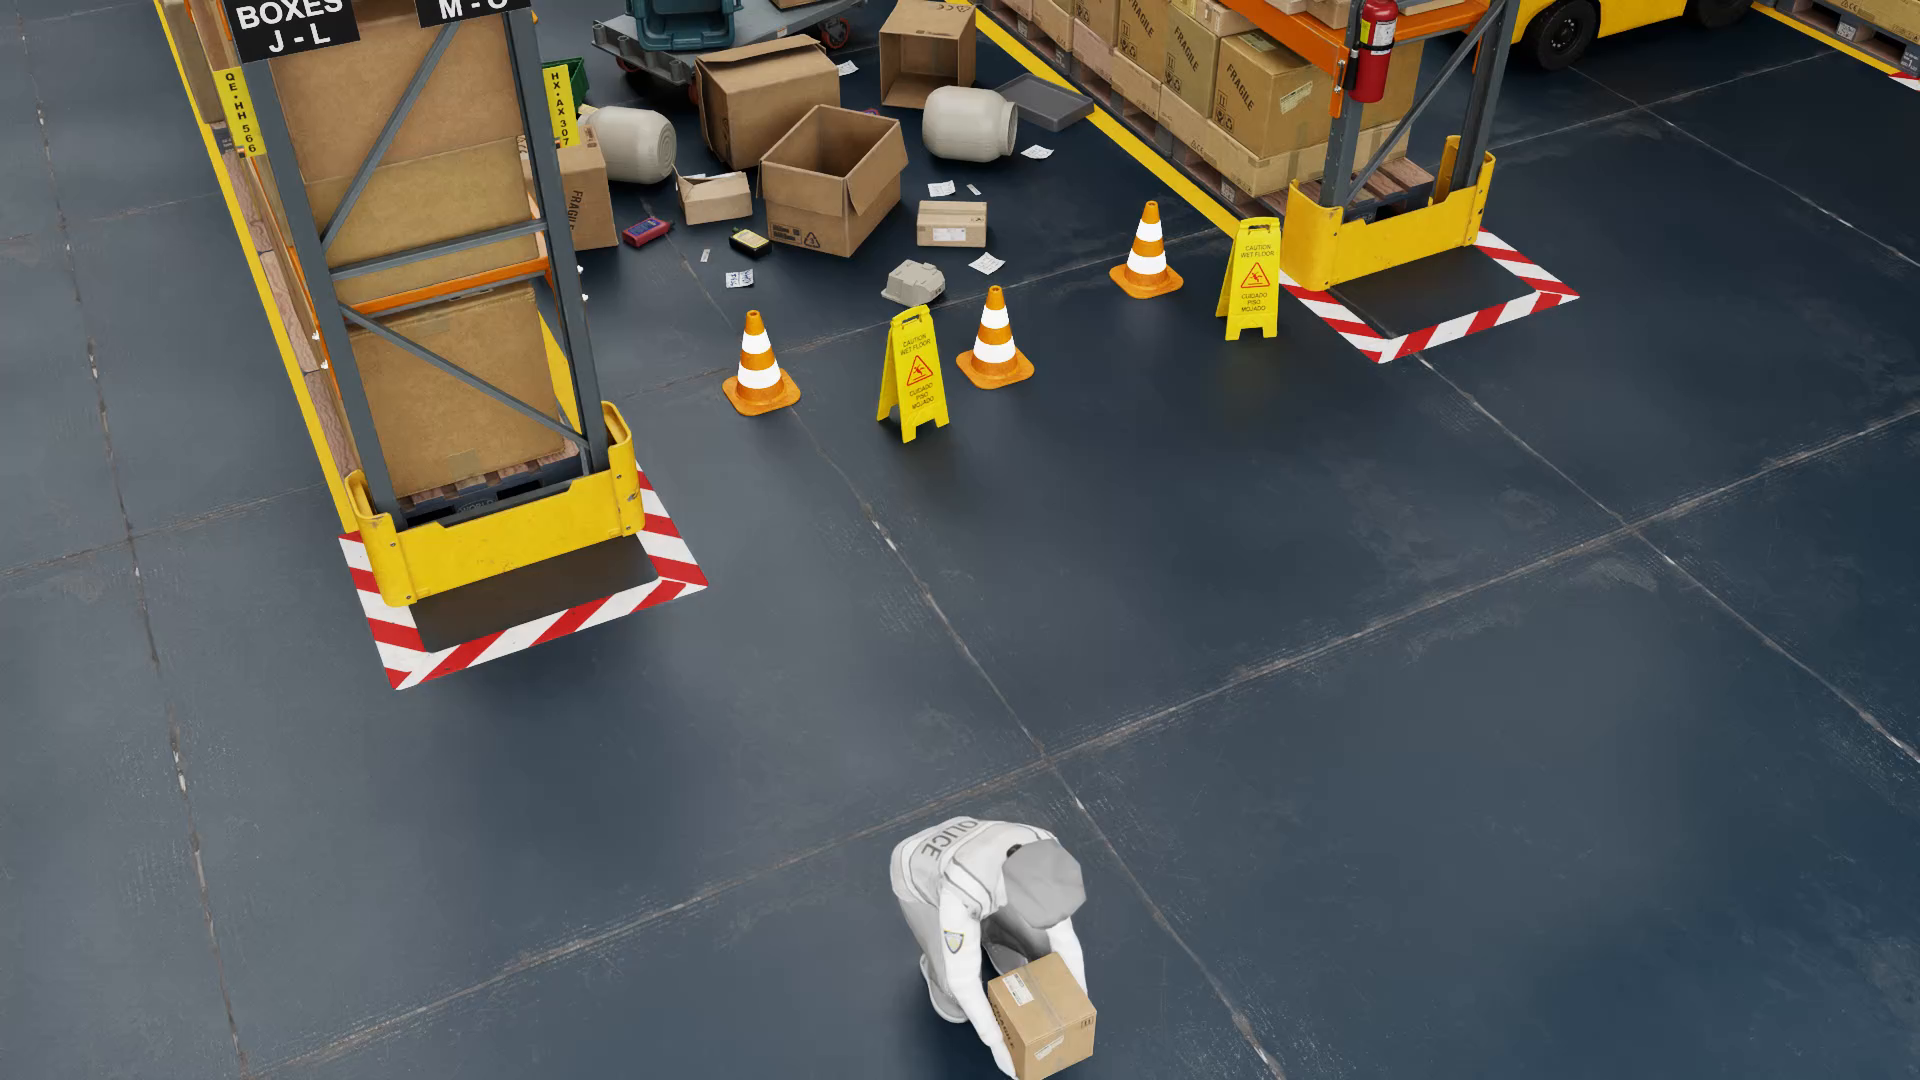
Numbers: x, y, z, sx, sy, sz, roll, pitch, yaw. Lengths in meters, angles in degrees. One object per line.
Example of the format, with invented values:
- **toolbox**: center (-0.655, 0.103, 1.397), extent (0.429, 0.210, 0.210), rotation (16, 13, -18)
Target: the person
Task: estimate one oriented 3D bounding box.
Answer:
- **person**: center (0.099, 1.198, 5.340), extent (0.467, 0.971, 0.836), rotation (-20, 45, -21)
